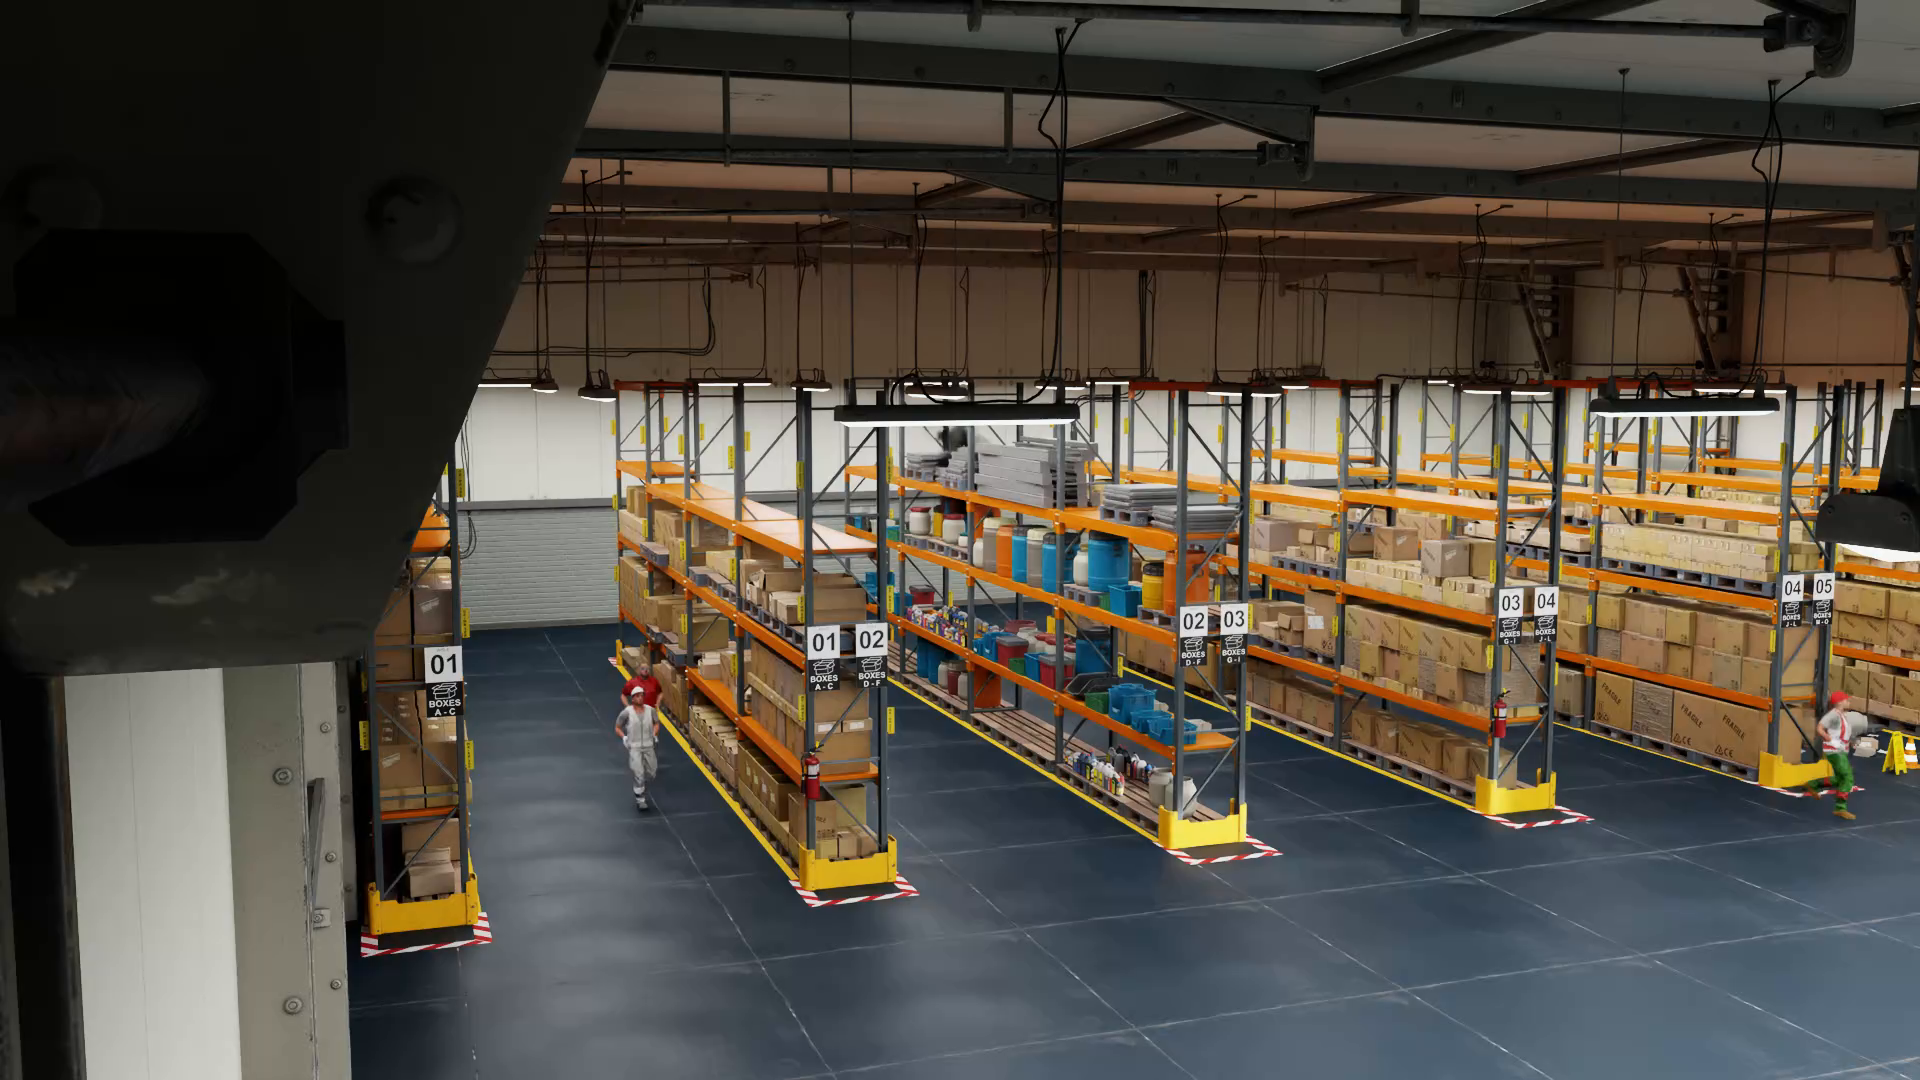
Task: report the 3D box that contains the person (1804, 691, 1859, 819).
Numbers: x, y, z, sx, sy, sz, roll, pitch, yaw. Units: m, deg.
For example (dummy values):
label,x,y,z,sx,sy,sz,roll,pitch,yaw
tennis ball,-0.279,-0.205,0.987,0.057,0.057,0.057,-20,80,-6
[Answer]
label,x,y,z,sx,sy,sz,roll,pitch,yaw
person,12.406,3.002,23.586,0.775,1.731,0.691,6,8,42

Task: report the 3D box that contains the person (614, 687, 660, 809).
label,x,y,z,sx,sy,sz,roll,pitch,yaw
person,-4.596,2.953,23.793,0.655,1.738,0.631,-3,7,-25

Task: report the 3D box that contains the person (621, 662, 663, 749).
label,x,y,z,sx,sy,sz,roll,pitch,yaw
person,-4.955,2.742,26.101,0.663,1.676,0.600,-3,7,-28
